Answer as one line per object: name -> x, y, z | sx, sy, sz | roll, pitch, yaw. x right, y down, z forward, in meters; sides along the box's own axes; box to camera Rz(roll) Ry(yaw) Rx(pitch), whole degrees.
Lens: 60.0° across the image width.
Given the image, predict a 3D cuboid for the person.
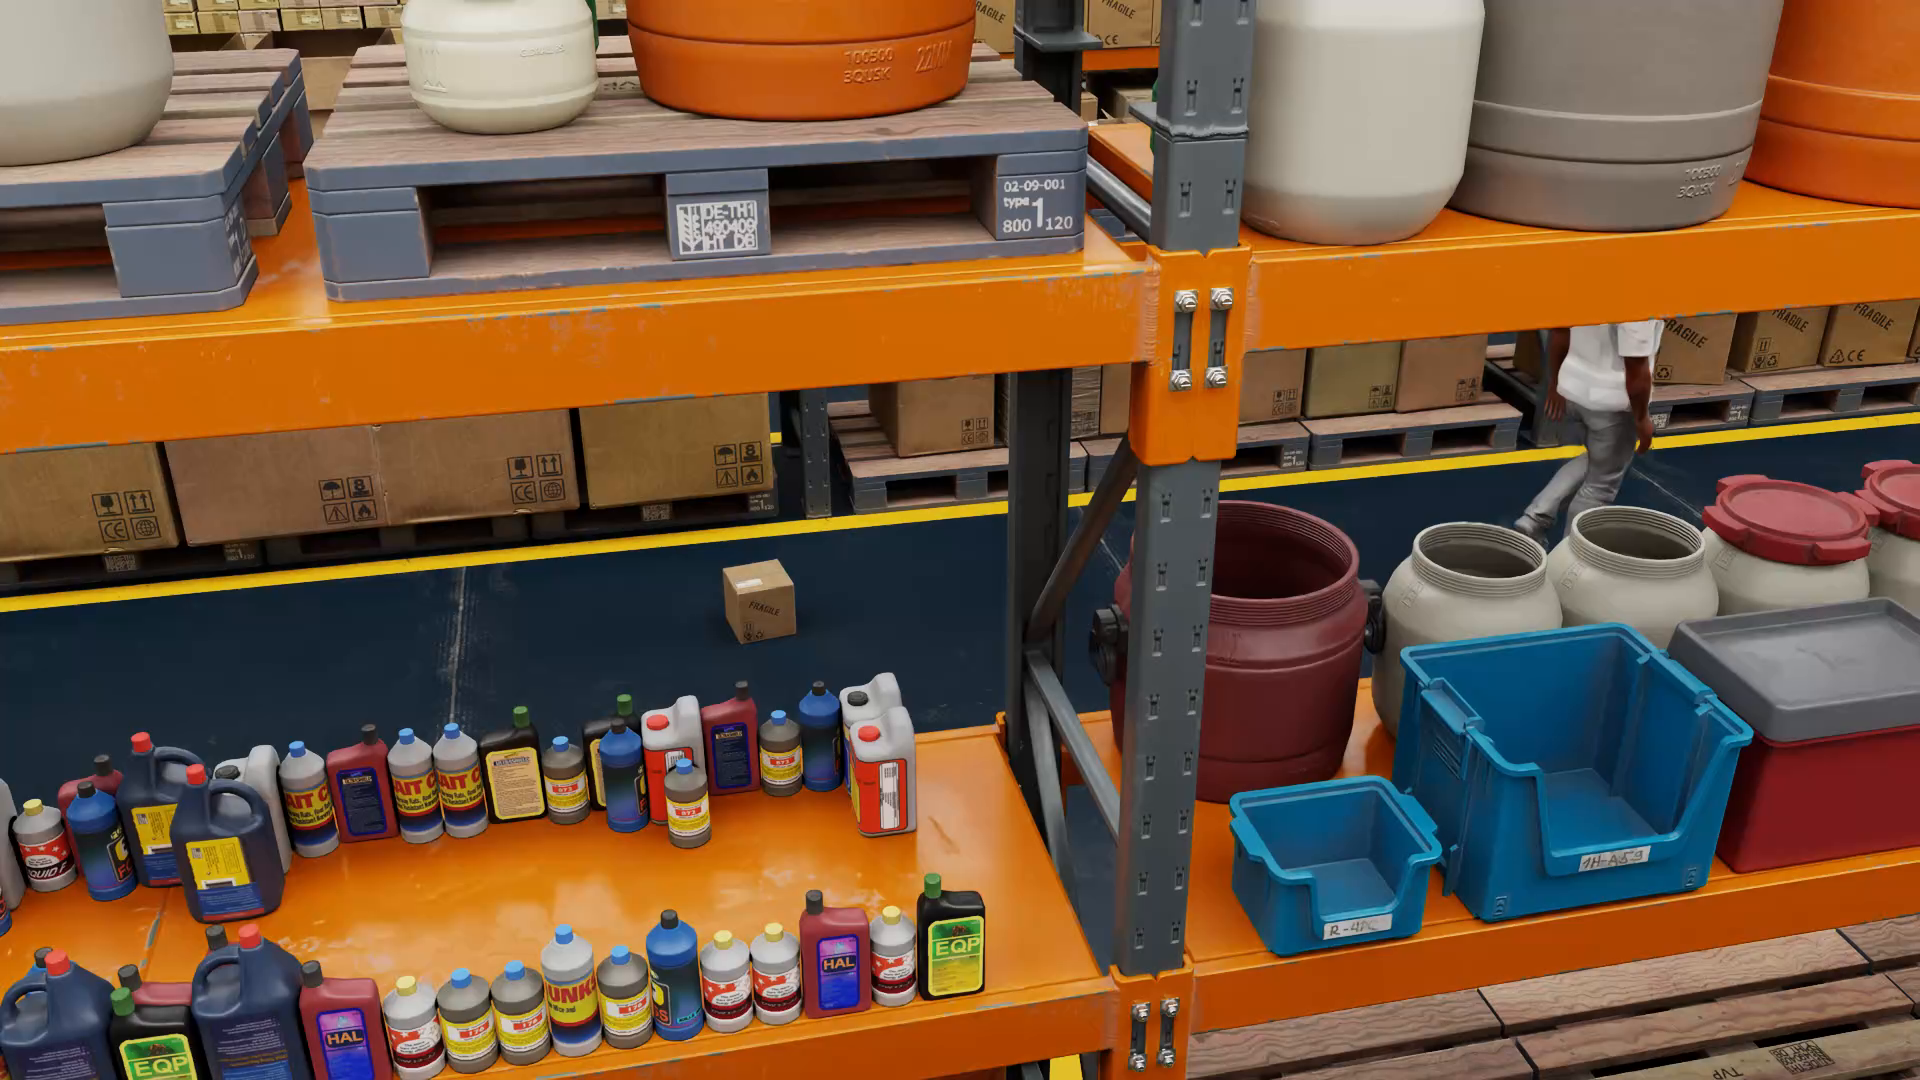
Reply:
person -> 2.809, -0.626, 7.284 | 0.489, 1.756, 0.572 | -7, 27, -13
